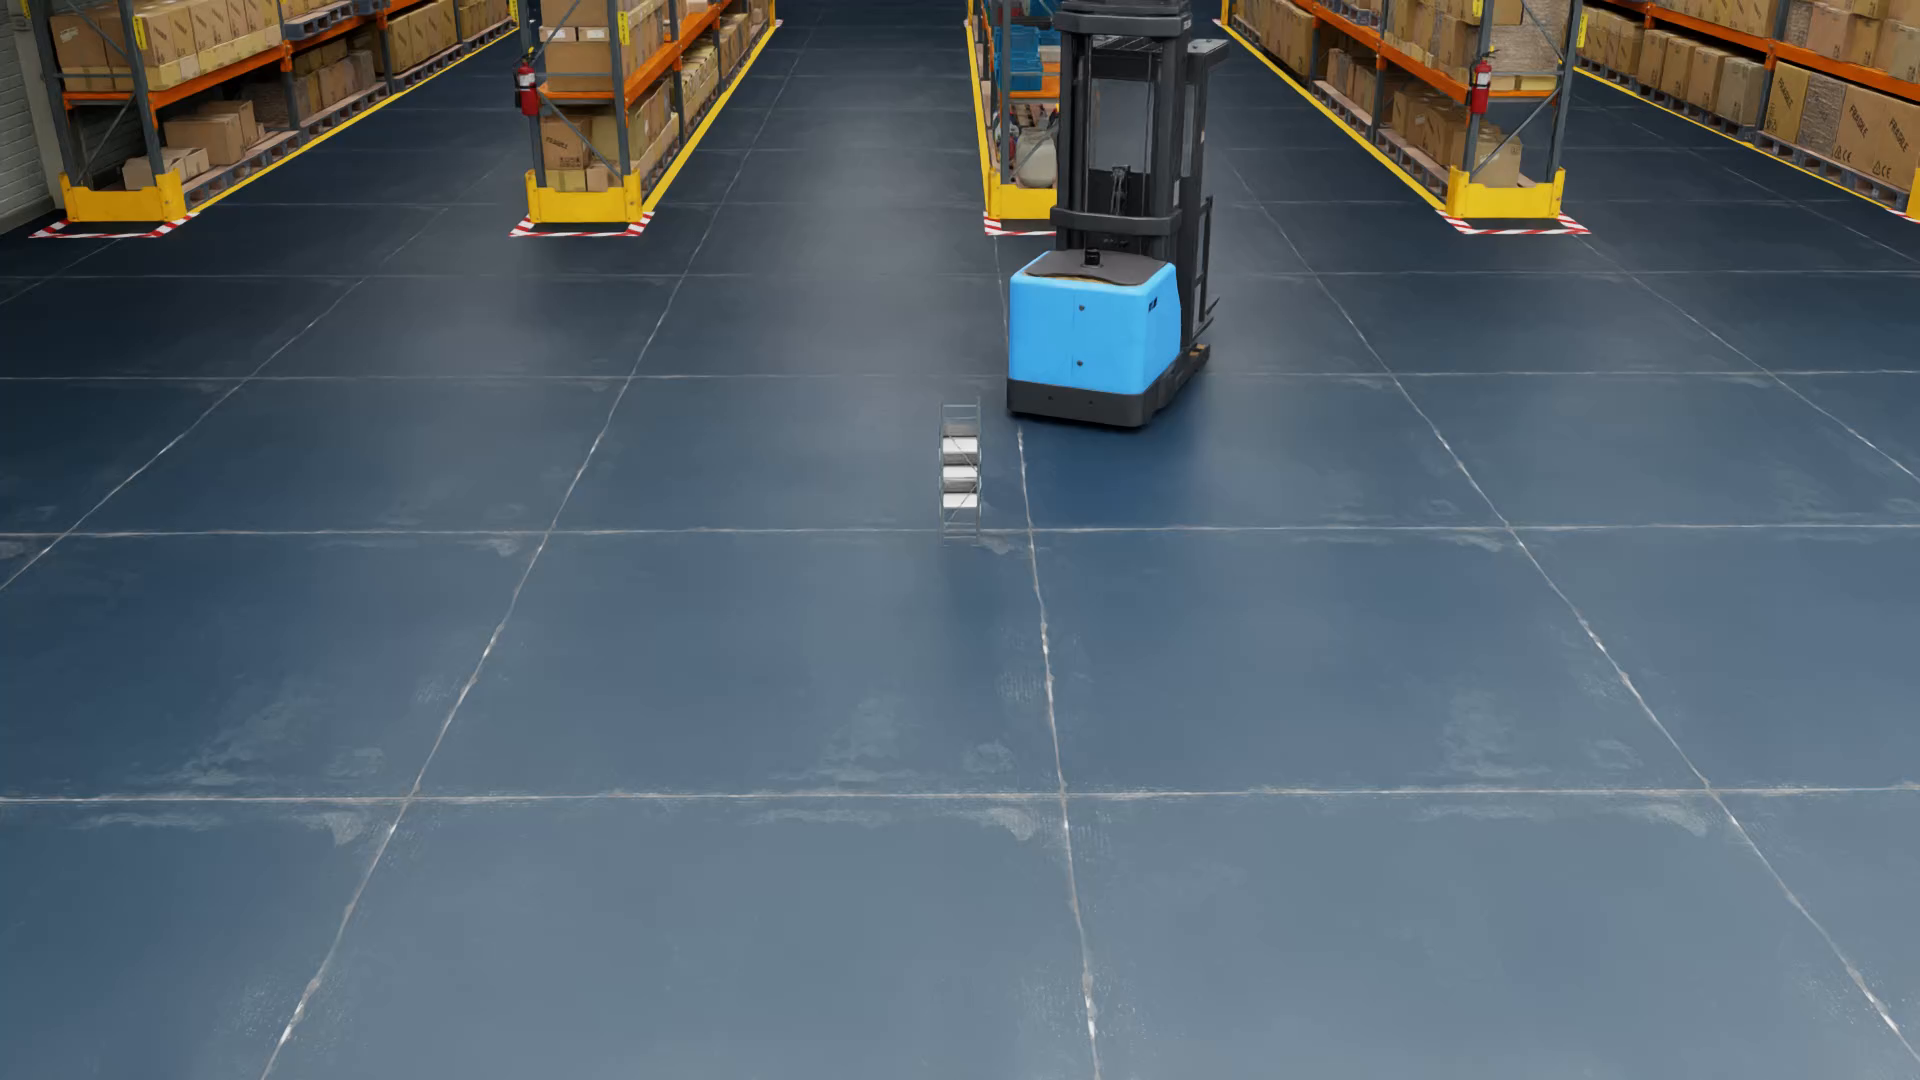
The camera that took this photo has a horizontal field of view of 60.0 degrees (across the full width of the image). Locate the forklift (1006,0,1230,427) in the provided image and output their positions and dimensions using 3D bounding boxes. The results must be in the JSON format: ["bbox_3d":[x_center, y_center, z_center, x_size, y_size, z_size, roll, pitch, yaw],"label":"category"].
[{"bbox_3d":[1.365,-2.722,12.711,1.130,2.935,3.031,9,26,20],"label":"forklift"}]

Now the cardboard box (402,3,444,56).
[{"bbox_3d":[-8.951,-8.334,27.135,0.750,0.750,0.750,0,24,1],"label":"cardboard box"}]

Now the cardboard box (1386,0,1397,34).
[{"bbox_3d":[5.789,-6.521,20.546,0.875,0.500,0.500,0,24,-1],"label":"cardboard box"}]

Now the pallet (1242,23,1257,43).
[{"bbox_3d":[5.812,-9.369,30.710,1.003,0.211,1.213,0,24,-1],"label":"pallet"}]

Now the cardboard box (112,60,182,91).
[{"bbox_3d":[-8.658,-4.954,17.721,0.500,0.250,0.500,-1,24,-2],"label":"cardboard box"}]

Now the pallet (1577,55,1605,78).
[{"bbox_3d":[10.745,-7.708,27.036,1.003,0.211,1.213,0,24,-1],"label":"pallet"}]

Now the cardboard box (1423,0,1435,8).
[{"bbox_3d":[5.625,-6.358,18.972,0.500,0.500,0.500,0,24,-1],"label":"cardboard box"}]

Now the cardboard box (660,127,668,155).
[{"bbox_3d":[-3.821,-4.819,20.092,0.500,0.250,0.500,0,24,-1],"label":"cardboard box"}]

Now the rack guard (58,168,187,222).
[{"bbox_3d":[-8.971,-3.703,17.831,1.175,0.500,0.348,0,24,-1],"label":"rack guard"}]

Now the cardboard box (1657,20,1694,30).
[{"bbox_3d":[10.997,-7.834,25.545,0.500,0.250,0.500,-1,24,-3],"label":"cardboard box"}]

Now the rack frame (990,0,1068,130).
[{"bbox_3d":[0.893,-6.503,20.989,1.000,3.000,0.127,0,24,-1],"label":"rack frame"}]

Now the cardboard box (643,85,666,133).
[{"bbox_3d":[-3.834,-5.161,19.938,0.500,0.500,0.500,0,24,-1],"label":"cardboard box"}]

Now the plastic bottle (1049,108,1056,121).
[{"bbox_3d":[1.188,-5.233,20.861,0.144,0.351,0.185,-1,24,-2],"label":"plastic bottle"}]

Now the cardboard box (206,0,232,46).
[{"bbox_3d":[-8.687,-5.920,18.948,0.500,0.500,0.500,0,24,1],"label":"cardboard box"}]

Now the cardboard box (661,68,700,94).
[{"bbox_3d":[-3.823,-6.268,22.615,0.500,0.311,0.500,-1,24,-2],"label":"cardboard box"}]

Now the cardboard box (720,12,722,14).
[{"bbox_3d":[-4.437,-9.074,29.173,0.500,0.500,0.500,0,24,-1],"label":"cardboard box"}]

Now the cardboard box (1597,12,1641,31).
[{"bbox_3d":[10.487,-8.247,26.458,0.500,0.250,0.500,0,24,1],"label":"cardboard box"}]

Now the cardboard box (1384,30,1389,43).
[{"bbox_3d":[5.547,-6.321,20.892,0.380,0.149,0.250,0,24,-1],"label":"cardboard box"}]

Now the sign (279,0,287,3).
[{"bbox_3d":[-8.471,-6.859,20.725,0.100,0.325,0.005,0,24,-1],"label":"sign"}]

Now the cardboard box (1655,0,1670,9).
[{"bbox_3d":[10.498,-8.014,24.208,0.500,0.500,0.500,0,24,0],"label":"cardboard box"}]

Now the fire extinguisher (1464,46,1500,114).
[{"bbox_3d":[5.430,-4.793,17.301,0.296,0.674,0.183,0,24,-1],"label":"fire extinguisher"}]

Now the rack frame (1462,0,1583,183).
[{"bbox_3d":[5.889,-4.877,17.394,1.000,3.000,0.127,0,24,-1],"label":"rack frame"}]

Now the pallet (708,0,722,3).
[{"bbox_3d":[-4.181,-8.323,25.244,1.213,0.211,1.003,0,24,-1],"label":"pallet"}]

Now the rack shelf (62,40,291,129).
[{"bbox_3d":[-8.992,-5.307,19.217,1.077,0.370,4.000,0,24,-1],"label":"rack shelf"}]

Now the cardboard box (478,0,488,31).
[{"bbox_3d":[-9.012,-9.535,30.216,0.700,0.500,0.500,0,24,1],"label":"cardboard box"}]

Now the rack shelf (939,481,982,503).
[{"bbox_3d":[0.000,-0.301,10.123,0.258,0.077,0.200,0,24,-1],"label":"rack shelf"}]

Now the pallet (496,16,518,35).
[{"bbox_3d":[-9.057,-9.804,31.671,1.003,0.211,1.213,0,24,-1],"label":"pallet"}]

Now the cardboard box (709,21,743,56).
[{"bbox_3d":[-3.853,-8.228,27.303,0.500,0.500,0.500,0,24,0],"label":"cardboard box"}]

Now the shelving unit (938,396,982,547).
[{"bbox_3d":[0.000,-0.413,10.072,0.258,0.900,0.210,0,24,-1],"label":"shelving unit"}]

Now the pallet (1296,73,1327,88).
[{"bbox_3d":[5.869,-7.229,25.977,1.003,0.211,1.213,0,24,-1],"label":"pallet"}]

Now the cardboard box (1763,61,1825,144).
[{"bbox_3d":[10.743,-5.470,20.773,0.875,0.875,0.875,0,24,0],"label":"cardboard box"}]

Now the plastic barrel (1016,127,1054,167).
[{"bbox_3d":[0.847,-4.390,18.827,0.421,0.512,0.421,0,24,0],"label":"plastic barrel"}]

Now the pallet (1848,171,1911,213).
[{"bbox_3d":[10.763,-3.917,18.654,1.003,0.211,1.213,0,24,-1],"label":"pallet"}]

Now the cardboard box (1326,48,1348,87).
[{"bbox_3d":[5.829,-6.960,24.497,0.700,0.500,0.500,-2,24,-3],"label":"cardboard box"}]

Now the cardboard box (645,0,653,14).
[{"bbox_3d":[-3.834,-6.293,19.617,0.380,0.149,0.250,0,24,-1],"label":"cardboard box"}]

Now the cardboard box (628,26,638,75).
[{"bbox_3d":[-4.019,-5.493,18.635,0.700,0.500,0.500,0,24,0],"label":"cardboard box"}]

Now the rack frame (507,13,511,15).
[{"bbox_3d":[-9.144,-11.404,31.824,1.000,3.000,0.127,0,24,-1],"label":"rack frame"}]

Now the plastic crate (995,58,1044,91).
[{"bbox_3d":[0.632,-4.992,17.829,0.499,0.251,0.616,0,24,-1],"label":"plastic crate"}]

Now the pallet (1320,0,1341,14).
[{"bbox_3d":[5.916,-7.793,24.074,1.213,0.211,1.003,0,24,-1],"label":"pallet"}]

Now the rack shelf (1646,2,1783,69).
[{"bbox_3d":[10.785,-7.003,22.966,1.077,0.370,4.000,0,24,-1],"label":"rack shelf"}]

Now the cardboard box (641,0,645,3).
[{"bbox_3d":[-4.037,-6.522,19.335,0.700,0.500,0.500,0,24,-1],"label":"cardboard box"}]

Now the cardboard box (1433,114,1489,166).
[{"bbox_3d":[5.870,-4.691,19.507,0.500,0.500,0.500,2,24,4],"label":"cardboard box"}]

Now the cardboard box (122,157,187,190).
[{"bbox_3d":[-8.887,-4.072,18.341,0.500,0.311,0.500,-3,25,-7],"label":"cardboard box"}]

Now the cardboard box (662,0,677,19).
[{"bbox_3d":[-4.058,-7.062,22.103,0.500,0.500,0.500,1,24,3],"label":"cardboard box"}]

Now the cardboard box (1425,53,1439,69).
[{"bbox_3d":[5.558,-5.497,19.069,0.380,0.149,0.250,0,24,-1],"label":"cardboard box"}]

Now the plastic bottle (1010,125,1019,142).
[{"bbox_3d":[0.641,-4.886,20.186,0.152,0.276,0.135,0,24,-1],"label":"plastic bottle"}]

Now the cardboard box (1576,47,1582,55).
[{"bbox_3d":[10.469,-8.332,27.555,0.500,0.500,0.500,1,24,2],"label":"cardboard box"}]

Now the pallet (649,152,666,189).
[{"bbox_3d":[-4.077,-4.380,19.679,1.003,0.211,1.213,0,24,-1],"label":"pallet"}]

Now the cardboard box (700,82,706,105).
[{"bbox_3d":[-3.834,-6.222,23.195,0.500,0.250,0.500,0,24,0],"label":"cardboard box"}]

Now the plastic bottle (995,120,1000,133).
[{"bbox_3d":[0.493,-4.910,20.146,0.144,0.351,0.185,0,24,-1],"label":"plastic bottle"}]

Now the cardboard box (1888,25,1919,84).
[{"bbox_3d":[10.773,-5.306,18.159,0.875,0.550,0.550,0,24,-1],"label":"cardboard box"}]

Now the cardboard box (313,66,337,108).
[{"bbox_3d":[-9.059,-6.247,22.921,0.700,0.500,0.500,0,24,0],"label":"cardboard box"}]

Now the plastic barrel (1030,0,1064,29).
[{"bbox_3d":[1.192,-6.892,21.241,0.600,0.901,0.708,0,24,-1],"label":"plastic barrel"}]
